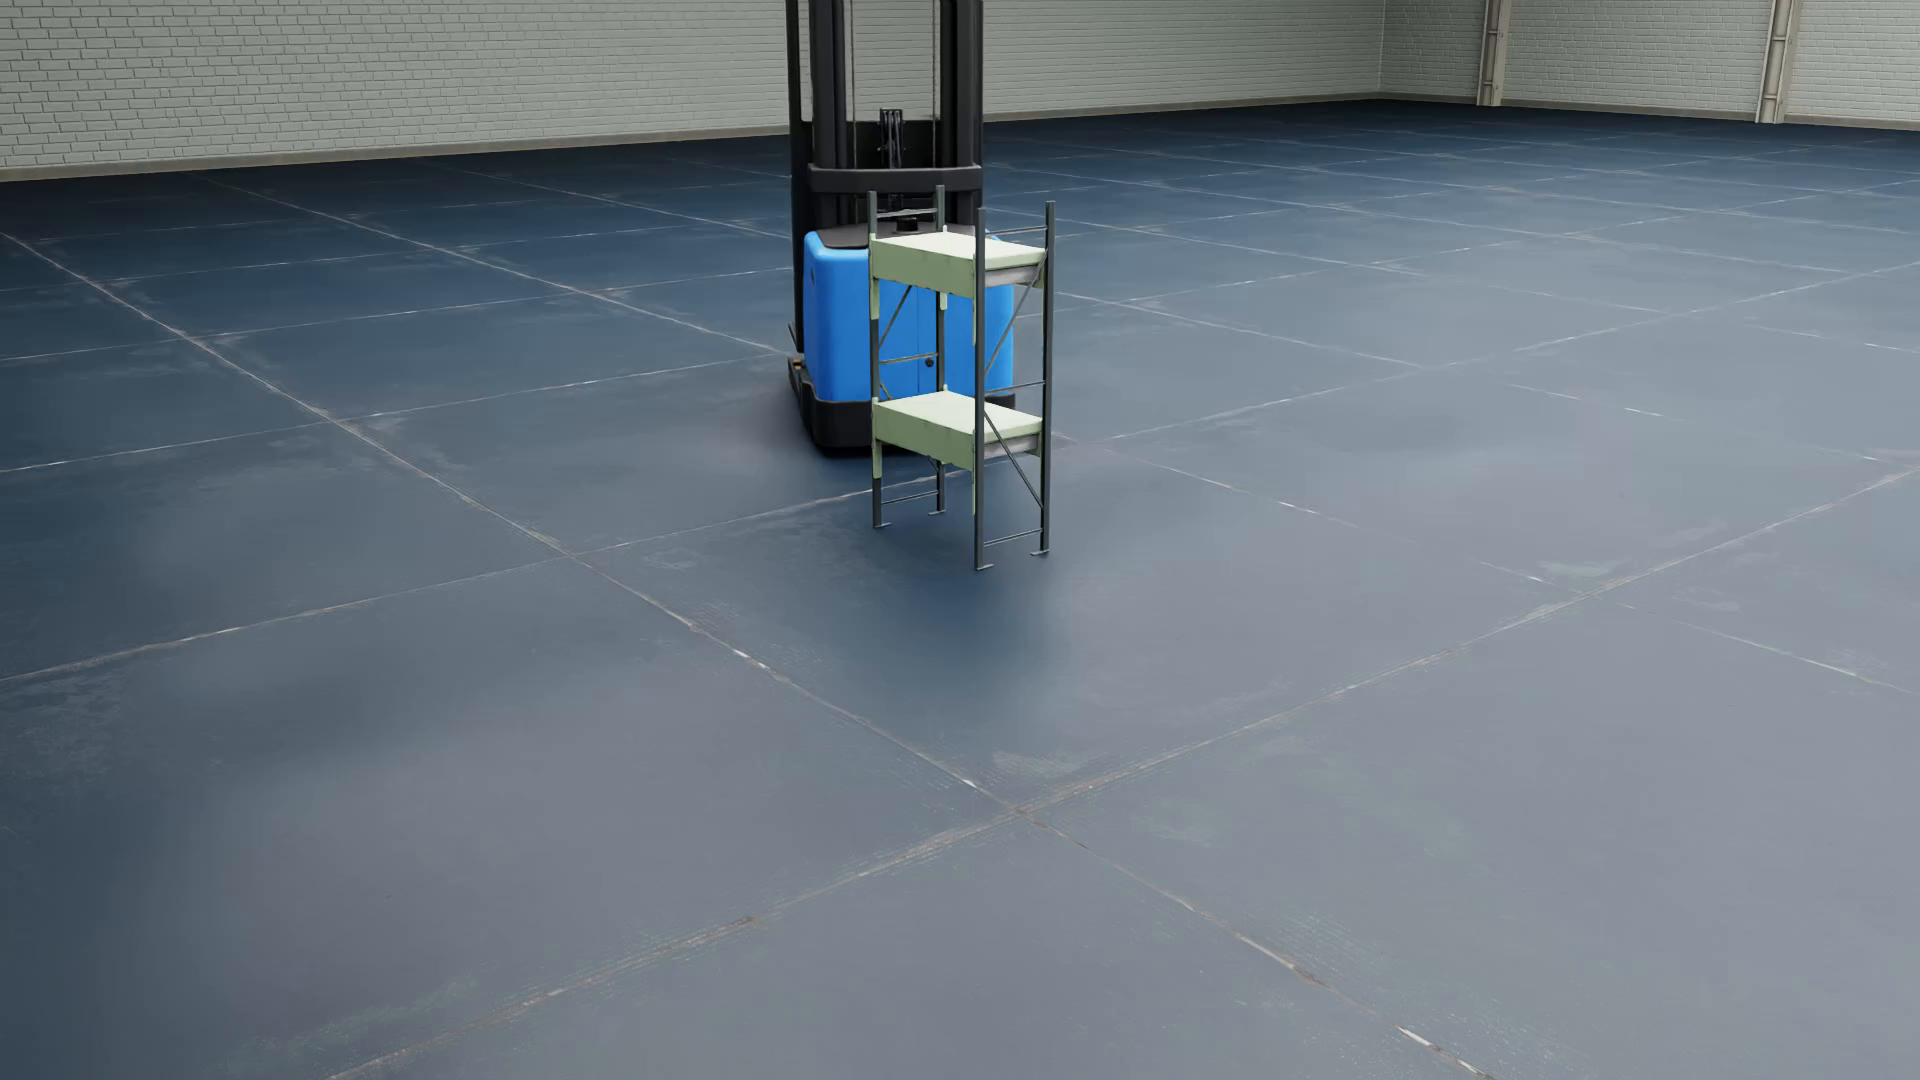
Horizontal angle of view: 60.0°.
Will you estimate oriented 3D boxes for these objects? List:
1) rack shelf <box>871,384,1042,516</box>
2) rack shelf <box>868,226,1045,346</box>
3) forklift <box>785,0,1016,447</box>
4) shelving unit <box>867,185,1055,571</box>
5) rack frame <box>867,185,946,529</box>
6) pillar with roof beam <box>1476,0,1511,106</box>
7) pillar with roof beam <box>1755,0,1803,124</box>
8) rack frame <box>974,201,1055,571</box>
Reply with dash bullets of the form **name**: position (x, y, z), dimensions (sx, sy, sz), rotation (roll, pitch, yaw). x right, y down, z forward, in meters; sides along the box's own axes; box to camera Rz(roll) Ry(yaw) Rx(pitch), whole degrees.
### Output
- **rack shelf**: position (-0.004, -0.404, 7.234), dimensions (0.431, 0.370, 0.720), rotation (-14, 23, -36)
- **rack shelf**: position (-0.004, -1.084, 7.009), dimensions (0.431, 0.370, 0.720), rotation (-14, 23, -36)
- **forklift**: position (-0.454, -2.291, 9.618), dimensions (1.130, 2.935, 3.031), rotation (-3, 19, -9)
- **shelving unit**: position (-0.004, -0.714, 7.132), dimensions (0.431, 1.500, 0.755), rotation (-14, 23, -36)
- **rack frame**: position (-0.231, -0.804, 7.404), dimensions (0.400, 1.500, 0.023), rotation (-14, 23, -36)
- **pillar with roof beam**: position (7.729, -12.560, 30.977), dimensions (9.100, 9.000, 0.400), rotation (-14, 23, -36)
- **pillar with roof beam**: position (11.455, -11.081, 26.512), dimensions (9.100, 9.000, 0.400), rotation (-14, 23, -36)
- **rack frame**: position (0.223, -0.623, 6.859), dimensions (0.400, 1.500, 0.023), rotation (-14, 23, -36)
